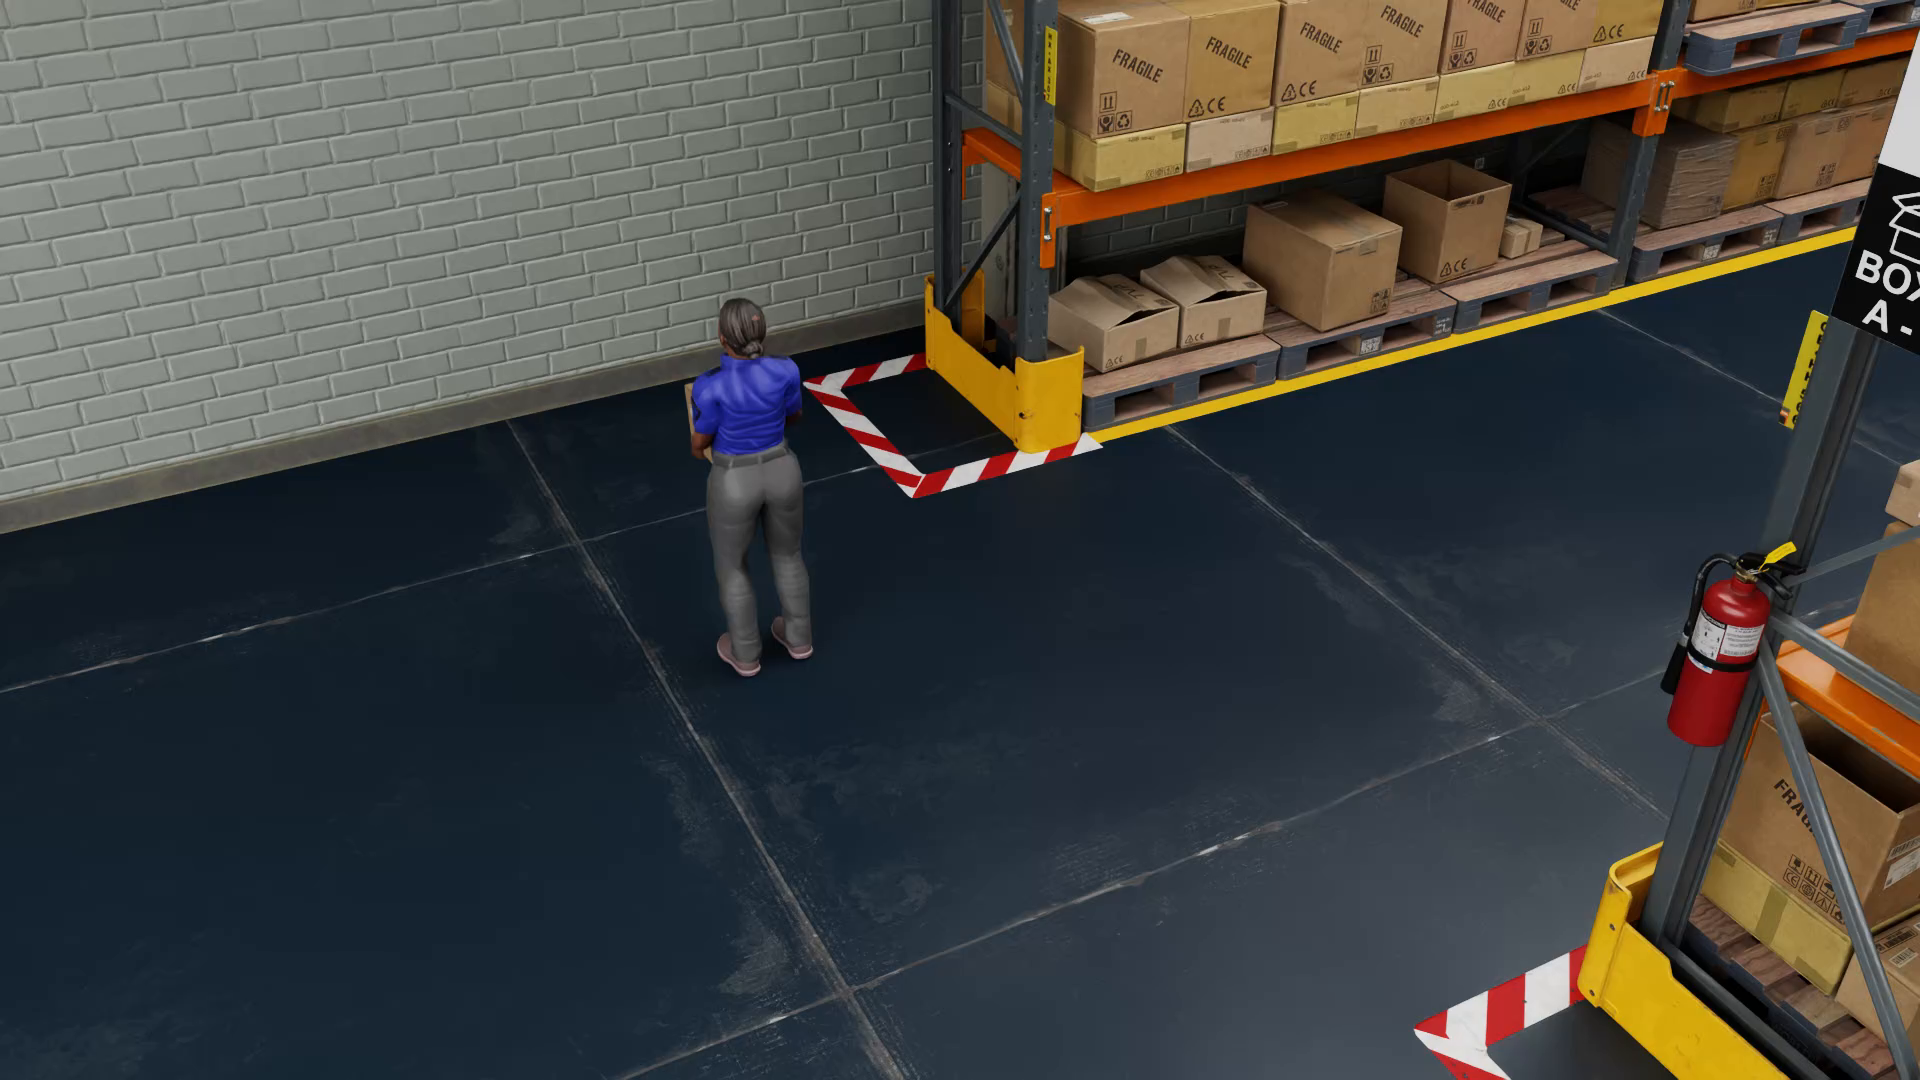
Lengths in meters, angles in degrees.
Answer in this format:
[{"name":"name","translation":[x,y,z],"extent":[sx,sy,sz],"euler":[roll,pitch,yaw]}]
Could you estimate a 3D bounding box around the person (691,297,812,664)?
[{"name":"person","translation":[-0.833,-0.278,6.513],"extent":[0.444,1.575,0.517],"euler":[-15,36,-22]}]
